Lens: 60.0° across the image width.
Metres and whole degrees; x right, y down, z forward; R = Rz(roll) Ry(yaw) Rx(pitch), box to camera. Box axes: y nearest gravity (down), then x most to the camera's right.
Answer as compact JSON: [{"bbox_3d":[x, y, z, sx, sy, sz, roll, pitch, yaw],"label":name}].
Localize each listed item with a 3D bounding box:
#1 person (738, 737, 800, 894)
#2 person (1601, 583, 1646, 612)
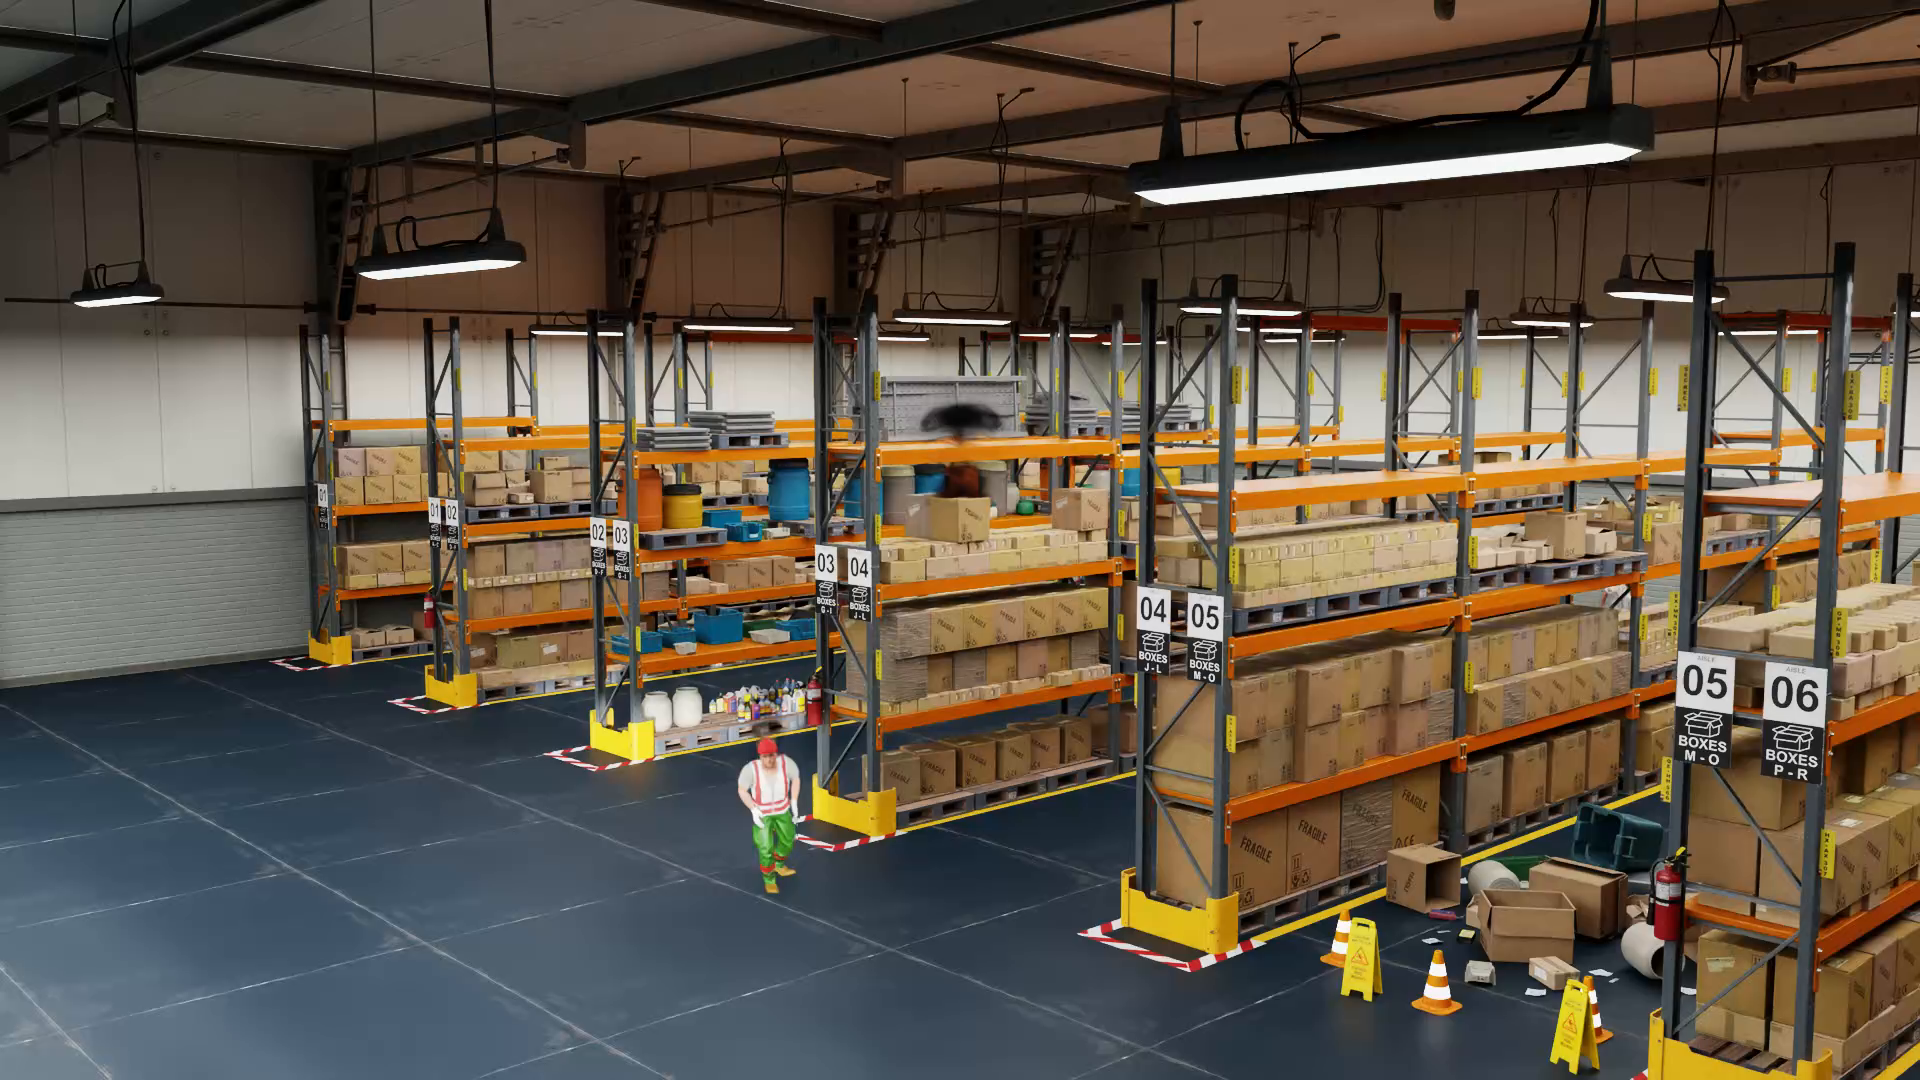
[{"bbox_3d":[-1.884,2.693,16.487,0.668,1.630,0.932,-2,6,-20],"label":"person"},{"bbox_3d":[11.753,1.373,29.446,0.662,1.781,0.890,-1,6,-5],"label":"person"}]
